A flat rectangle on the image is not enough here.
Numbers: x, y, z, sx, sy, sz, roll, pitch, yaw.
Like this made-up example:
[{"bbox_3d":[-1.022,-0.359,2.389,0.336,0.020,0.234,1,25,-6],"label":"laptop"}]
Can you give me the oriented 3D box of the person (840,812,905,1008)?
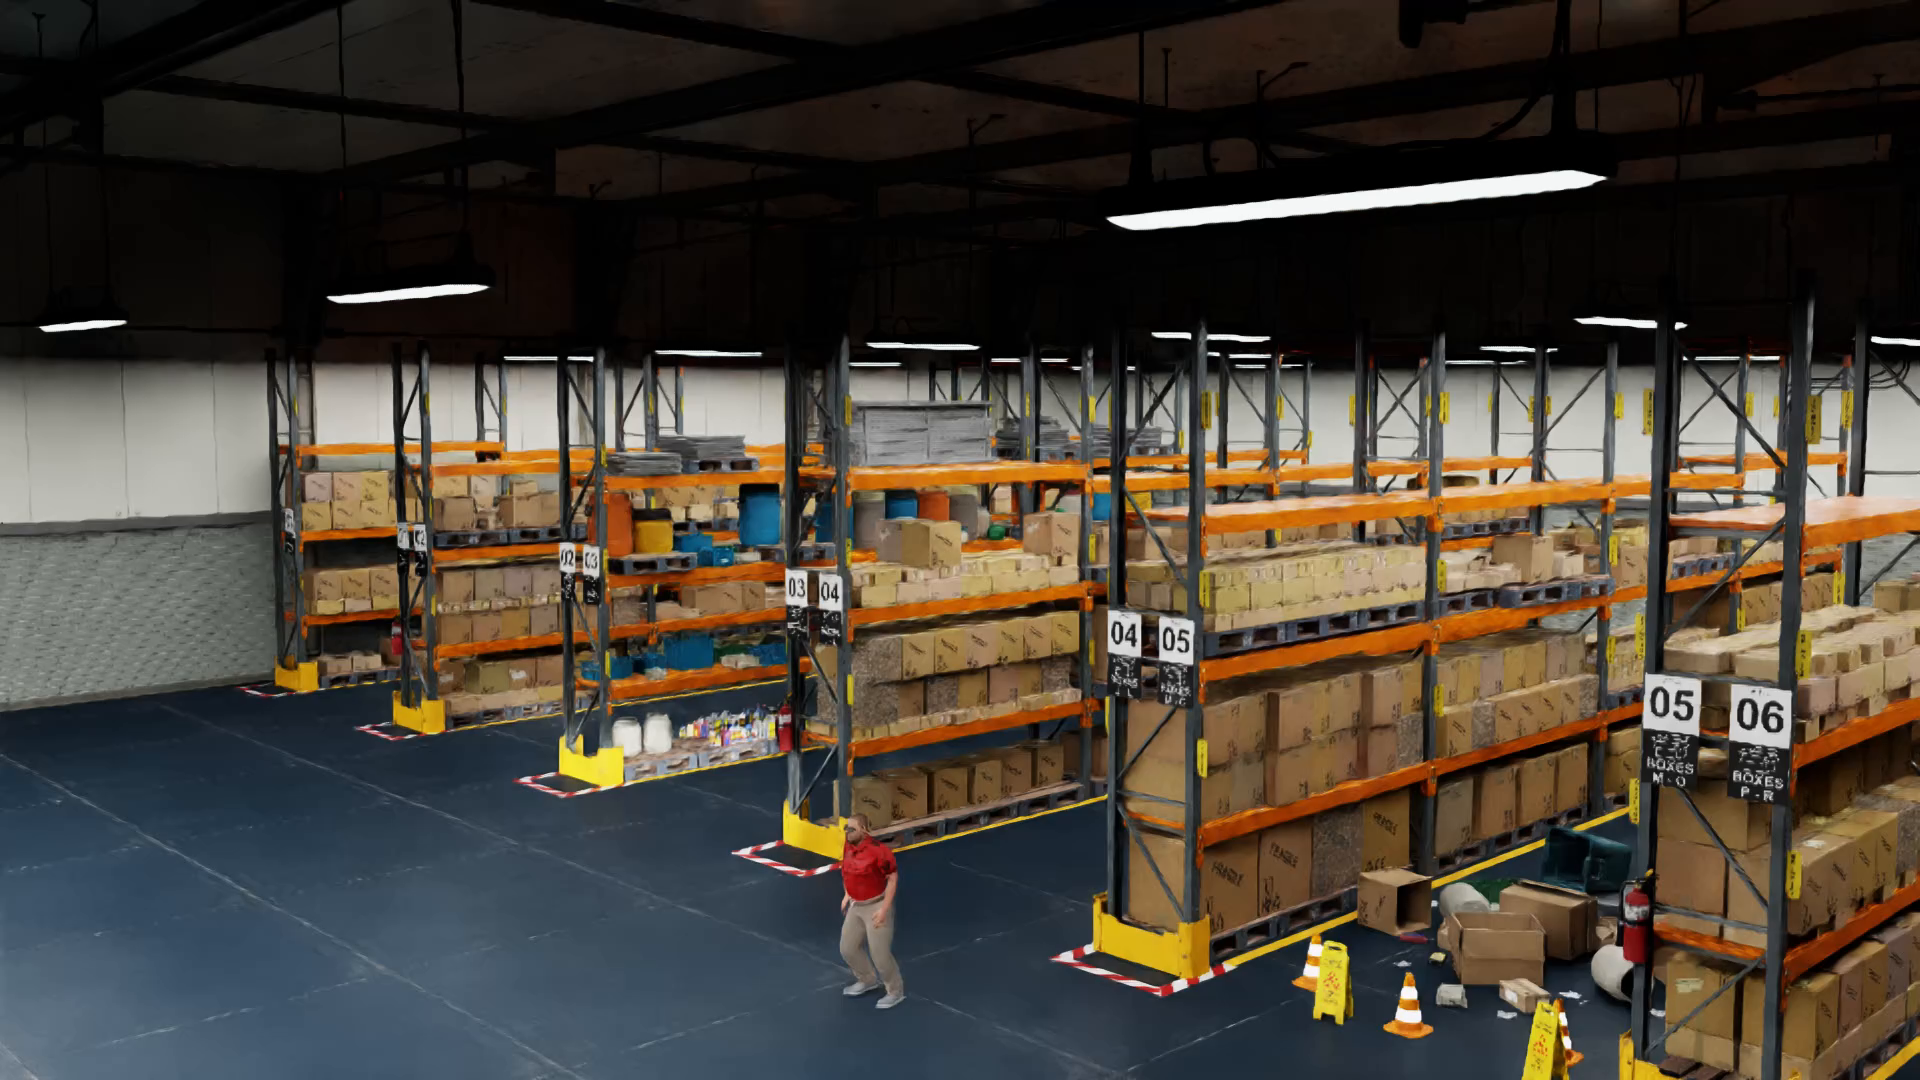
[{"bbox_3d":[-0.765,3.114,14.119,0.535,1.676,0.682,-5,7,-45],"label":"person"}]
